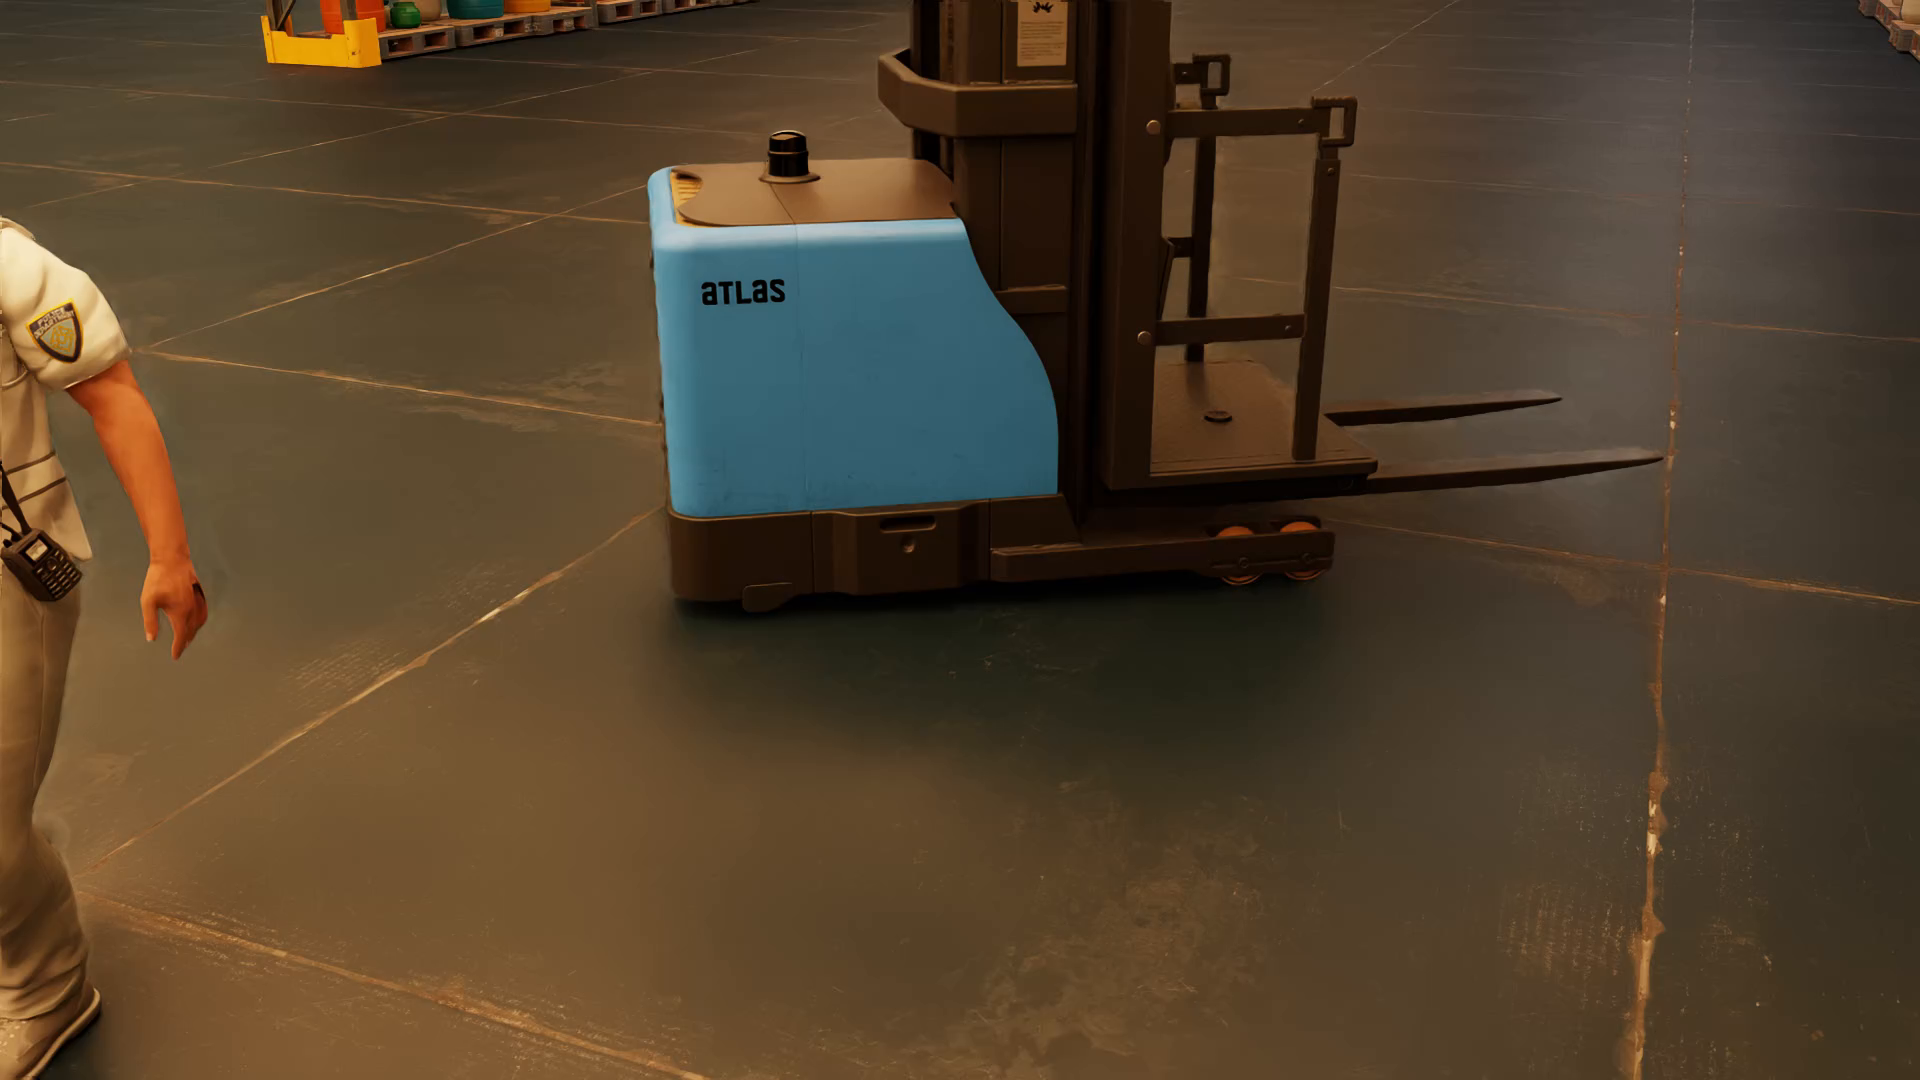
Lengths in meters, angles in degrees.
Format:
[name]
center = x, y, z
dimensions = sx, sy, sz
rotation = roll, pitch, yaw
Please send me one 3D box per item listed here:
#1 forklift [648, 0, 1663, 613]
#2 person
[forklift]
center = 0.620, -1.418, 4.685
dimensions = 3.031, 2.935, 1.130
rotation = -4, 23, -10
[person]
center = -1.633, 0.097, 2.664
dimensions = 0.755, 1.709, 0.528
rotation = 4, 23, 10
